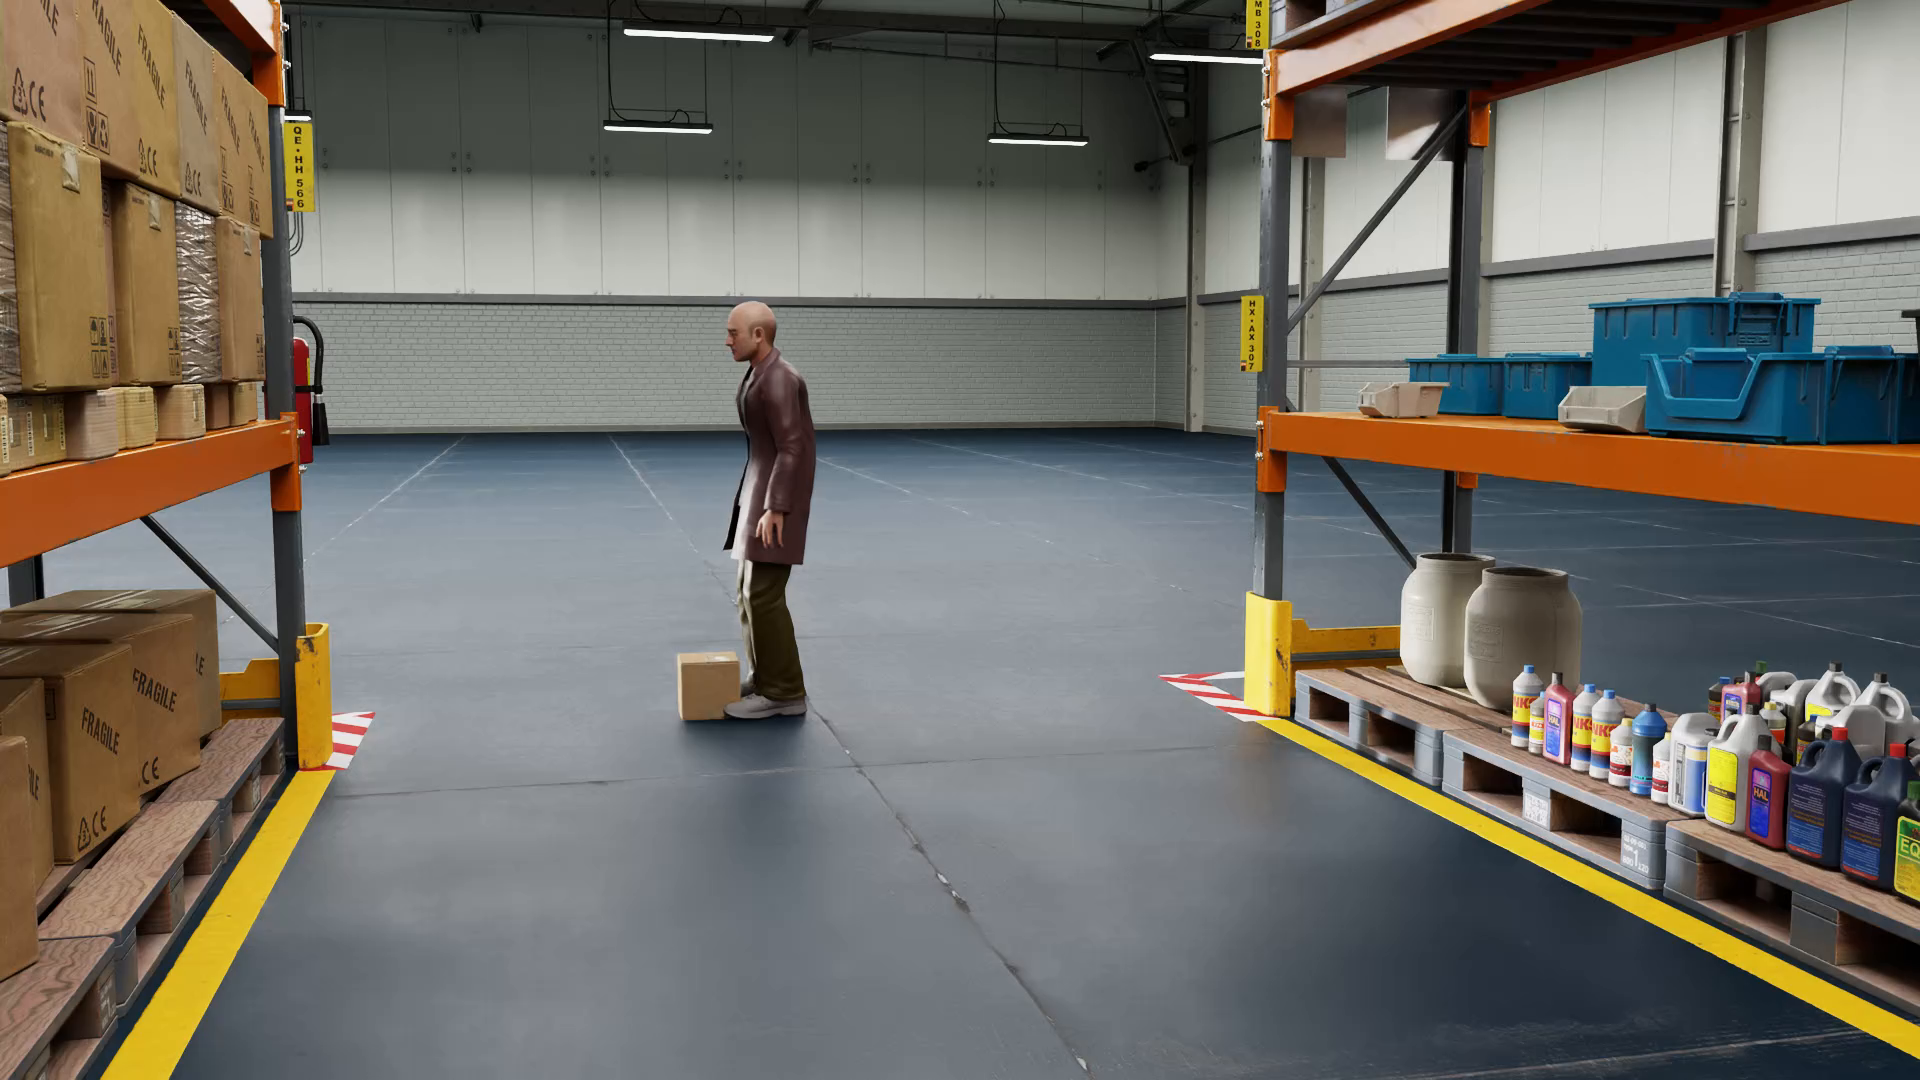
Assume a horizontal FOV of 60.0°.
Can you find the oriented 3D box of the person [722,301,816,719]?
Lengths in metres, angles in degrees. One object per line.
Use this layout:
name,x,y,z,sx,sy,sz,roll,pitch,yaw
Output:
person,-0.841,-0.134,7.173,0.429,1.772,0.643,-2,6,-17
